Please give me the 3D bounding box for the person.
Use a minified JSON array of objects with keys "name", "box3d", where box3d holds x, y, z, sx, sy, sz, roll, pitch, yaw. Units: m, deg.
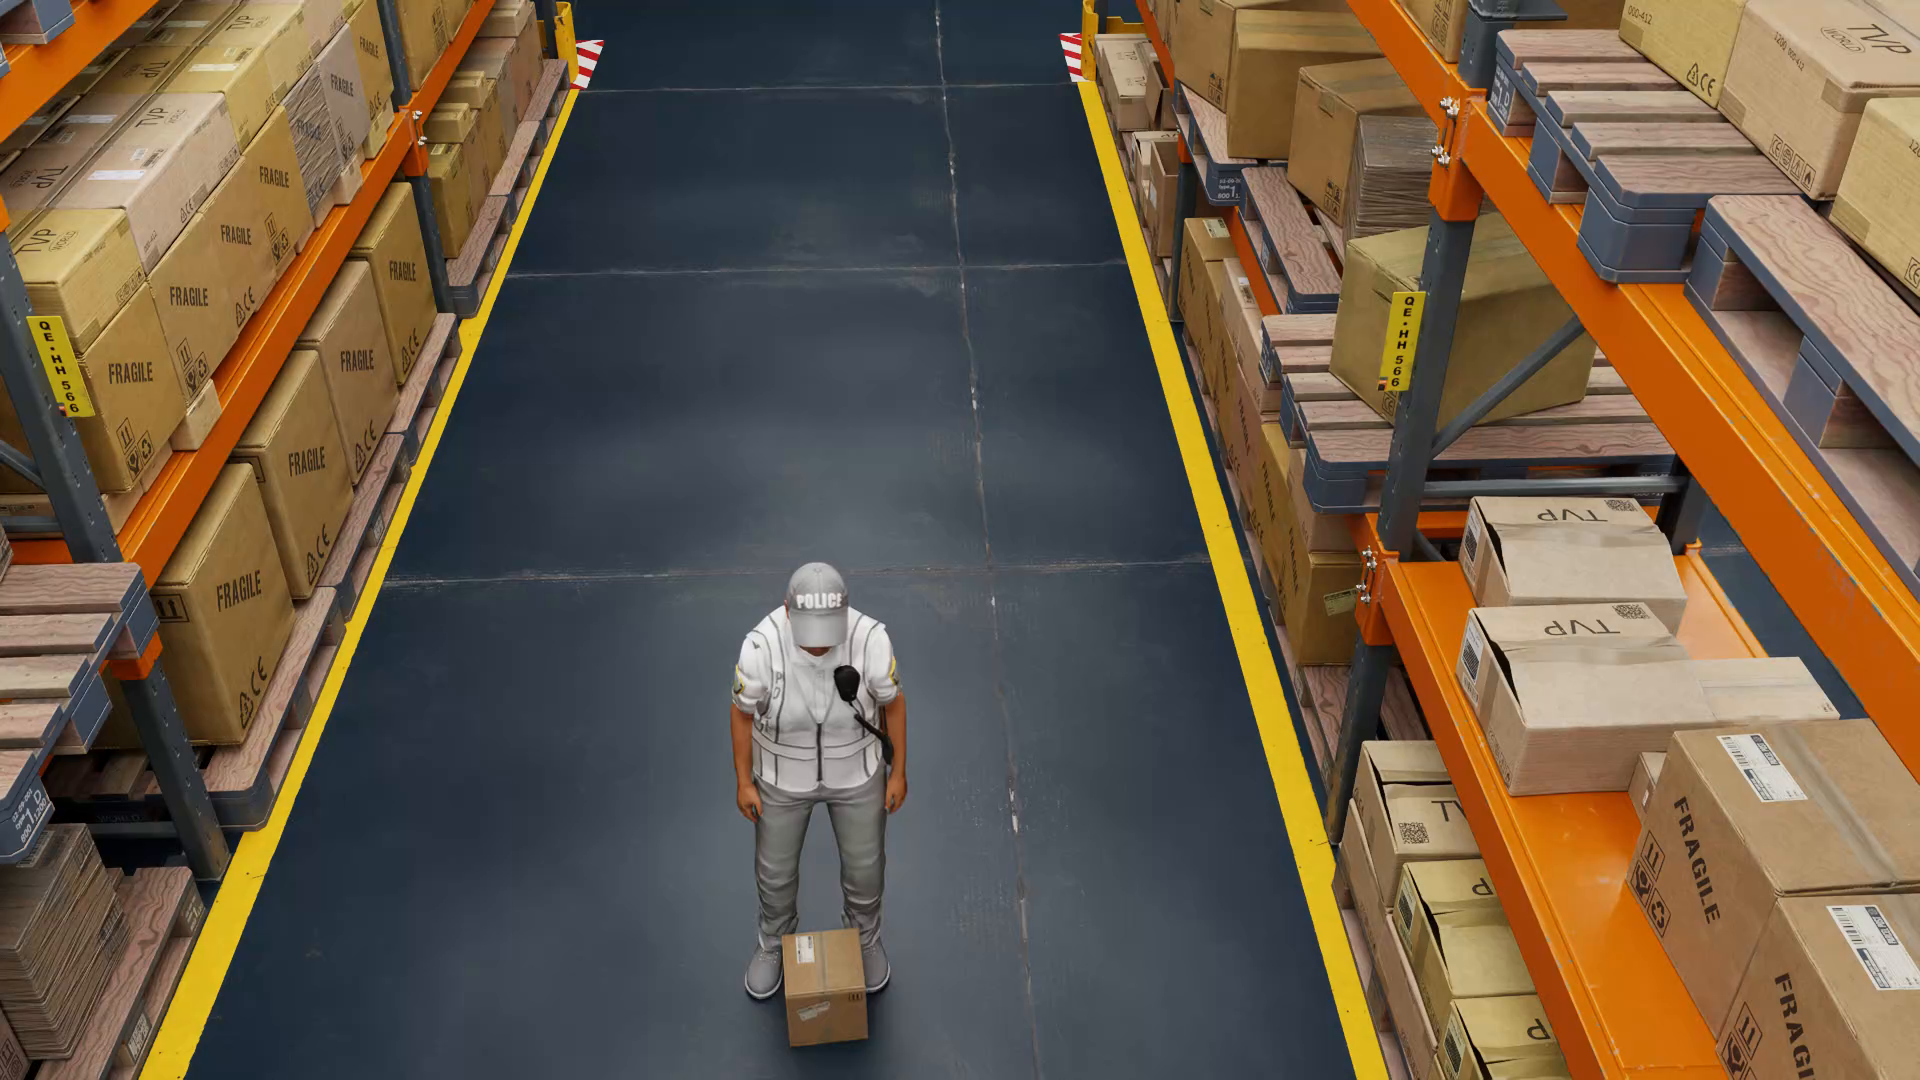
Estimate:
[{"name":"person","box3d":[-0.439,0.732,5.111,0.563,1.667,0.463,-3,36,-4]}]
